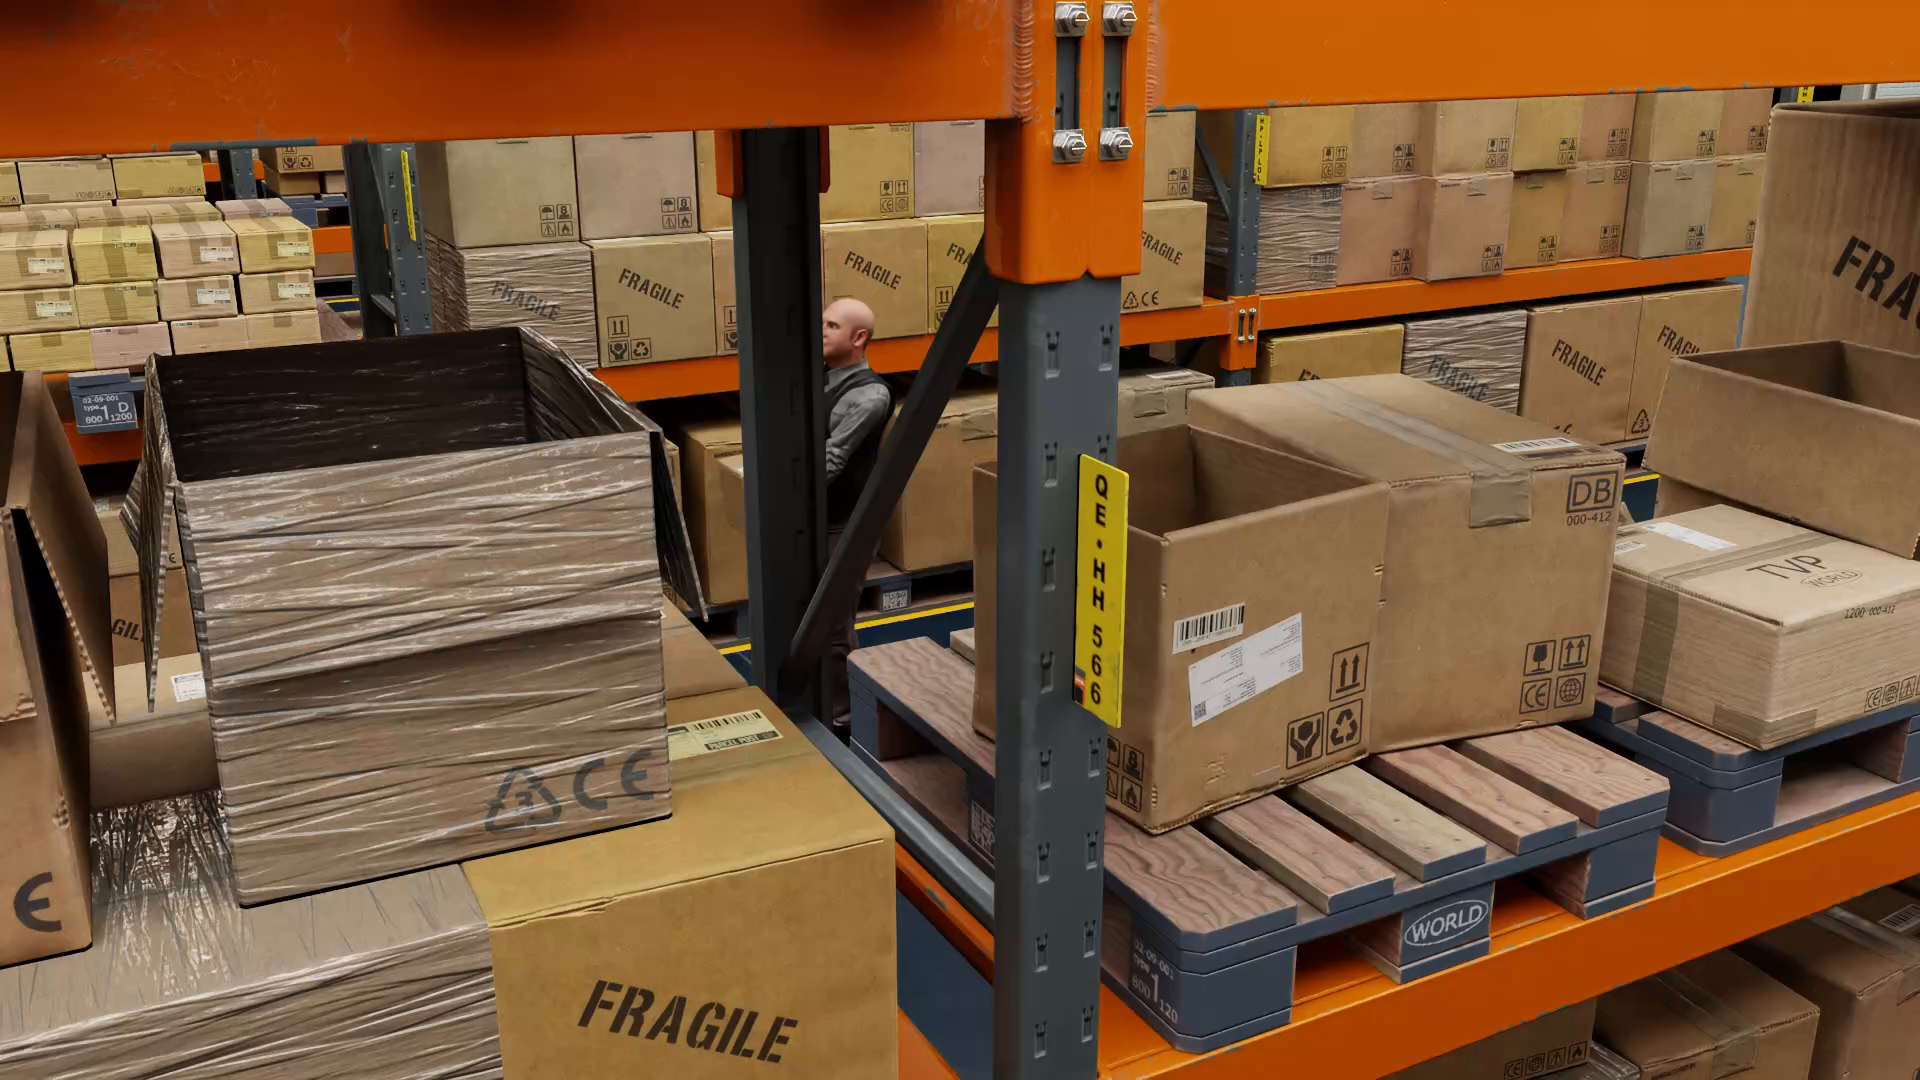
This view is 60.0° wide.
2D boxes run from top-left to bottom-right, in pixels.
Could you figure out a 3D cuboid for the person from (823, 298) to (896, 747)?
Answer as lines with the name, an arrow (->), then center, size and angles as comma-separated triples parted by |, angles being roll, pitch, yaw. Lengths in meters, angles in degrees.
person -> -0.548, -0.041, 6.234 | 0.559, 1.712, 0.494 | -10, 21, -27
